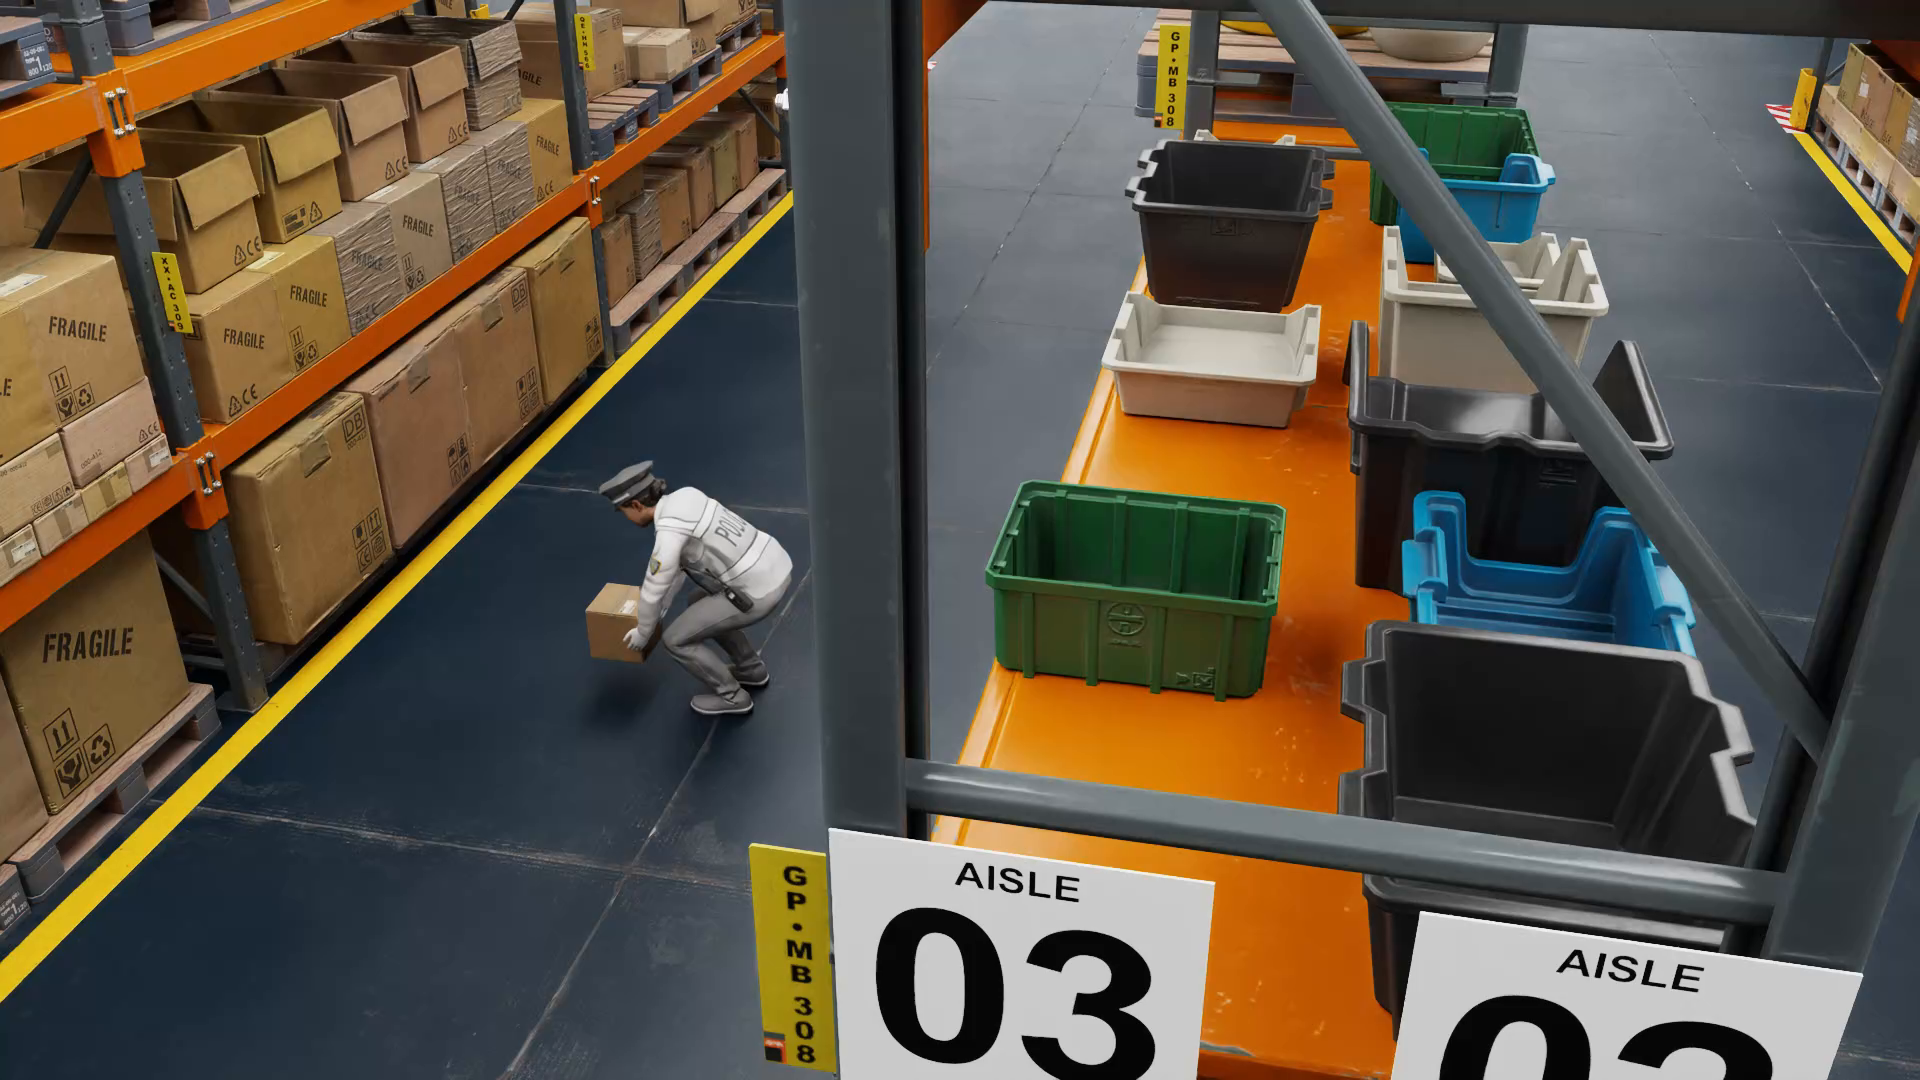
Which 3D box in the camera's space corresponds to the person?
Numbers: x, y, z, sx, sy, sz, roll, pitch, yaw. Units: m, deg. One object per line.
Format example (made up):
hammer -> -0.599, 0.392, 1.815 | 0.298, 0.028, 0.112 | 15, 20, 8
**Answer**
person -> -1.142, 0.208, 7.273 | 0.796, 1.163, 0.520 | 6, 30, 11
